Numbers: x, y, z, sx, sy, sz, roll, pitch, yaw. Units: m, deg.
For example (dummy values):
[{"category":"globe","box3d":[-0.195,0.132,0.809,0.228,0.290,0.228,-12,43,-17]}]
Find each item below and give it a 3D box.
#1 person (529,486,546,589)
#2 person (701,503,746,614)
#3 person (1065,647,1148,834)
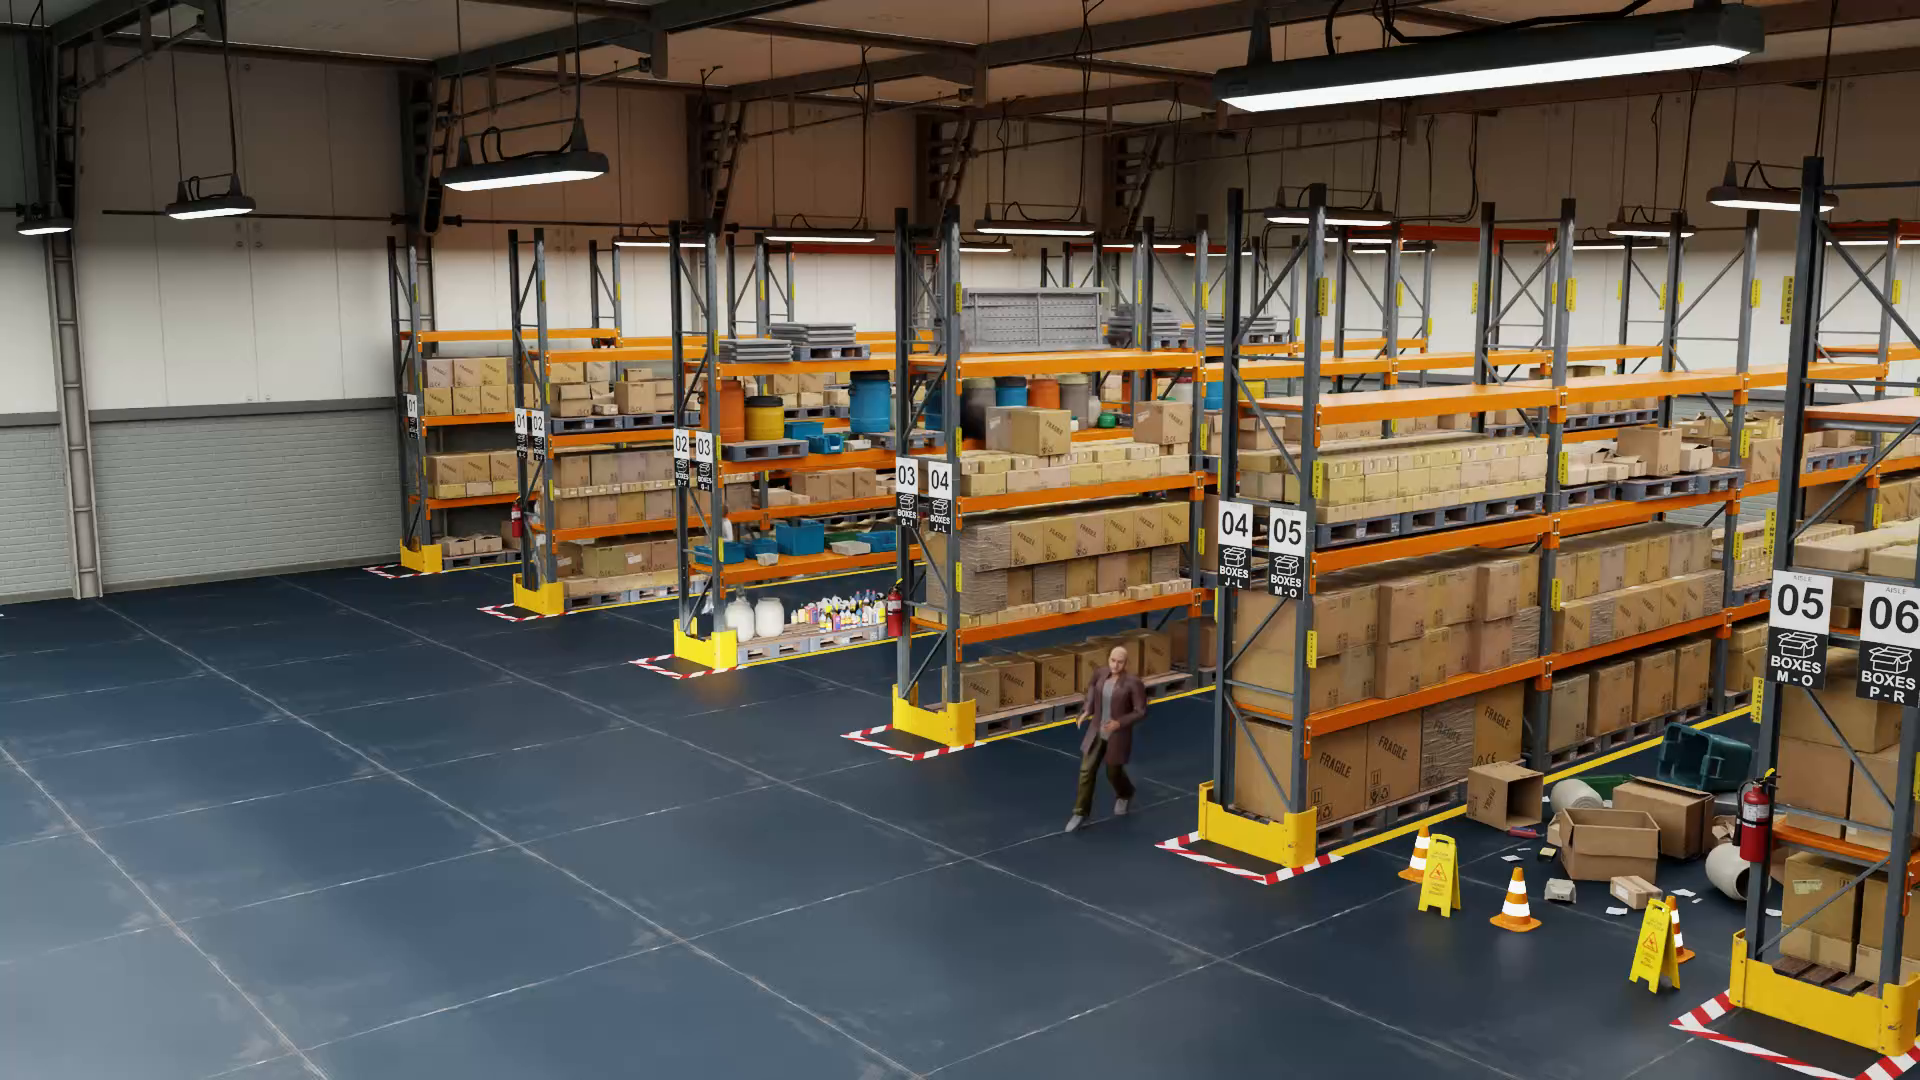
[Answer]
[{"category":"person","box3d":[-7.058,-0.033,28.309,0.742,1.851,0.708,-7,11,-37]},{"category":"person","box3d":[-3.541,0.254,24.904,0.532,1.642,0.754,8,12,43]},{"category":"person","box3d":[1.477,1.867,15.886,0.734,1.777,0.966,5,10,32]}]
